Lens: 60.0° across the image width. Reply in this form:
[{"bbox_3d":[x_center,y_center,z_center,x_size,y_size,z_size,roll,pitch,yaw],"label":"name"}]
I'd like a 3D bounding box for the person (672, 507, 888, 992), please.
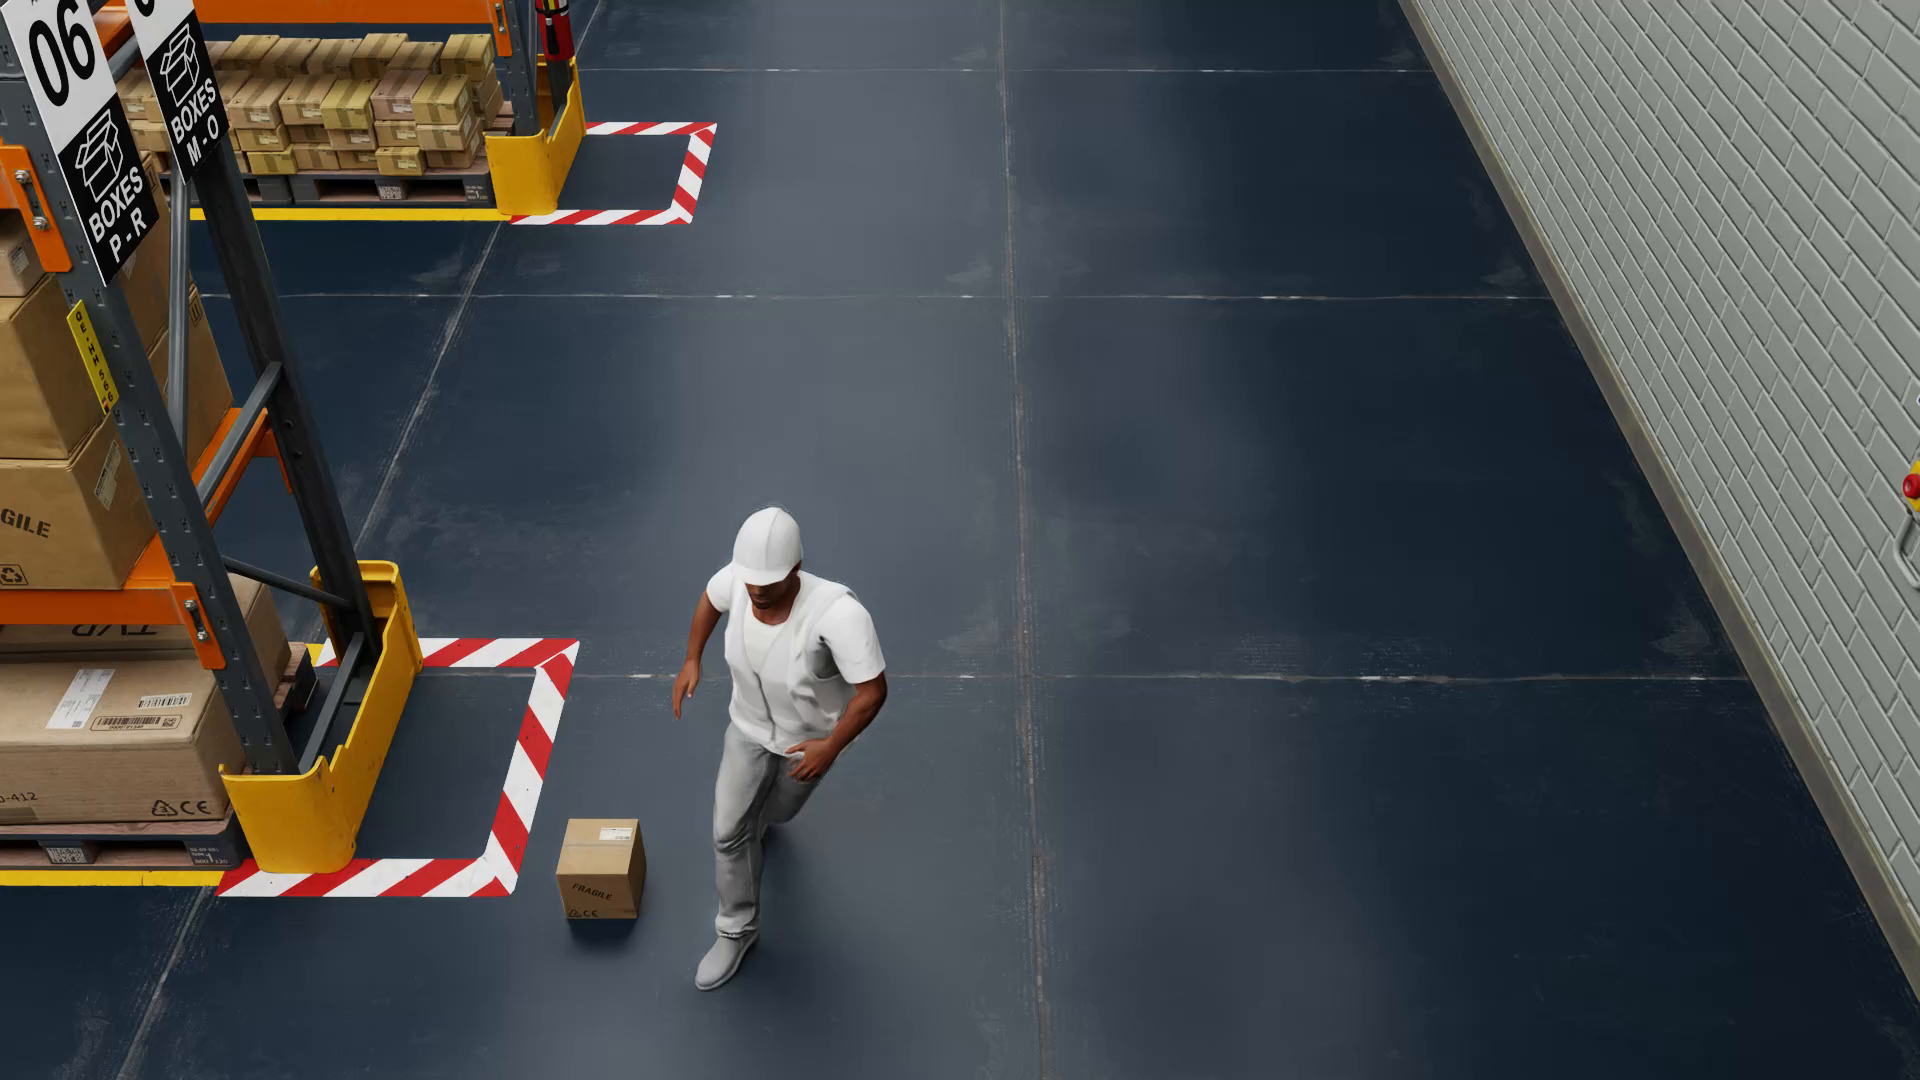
[{"bbox_3d":[-0.637,0.663,5.386,0.792,1.704,0.839,18,43,20],"label":"person"}]
